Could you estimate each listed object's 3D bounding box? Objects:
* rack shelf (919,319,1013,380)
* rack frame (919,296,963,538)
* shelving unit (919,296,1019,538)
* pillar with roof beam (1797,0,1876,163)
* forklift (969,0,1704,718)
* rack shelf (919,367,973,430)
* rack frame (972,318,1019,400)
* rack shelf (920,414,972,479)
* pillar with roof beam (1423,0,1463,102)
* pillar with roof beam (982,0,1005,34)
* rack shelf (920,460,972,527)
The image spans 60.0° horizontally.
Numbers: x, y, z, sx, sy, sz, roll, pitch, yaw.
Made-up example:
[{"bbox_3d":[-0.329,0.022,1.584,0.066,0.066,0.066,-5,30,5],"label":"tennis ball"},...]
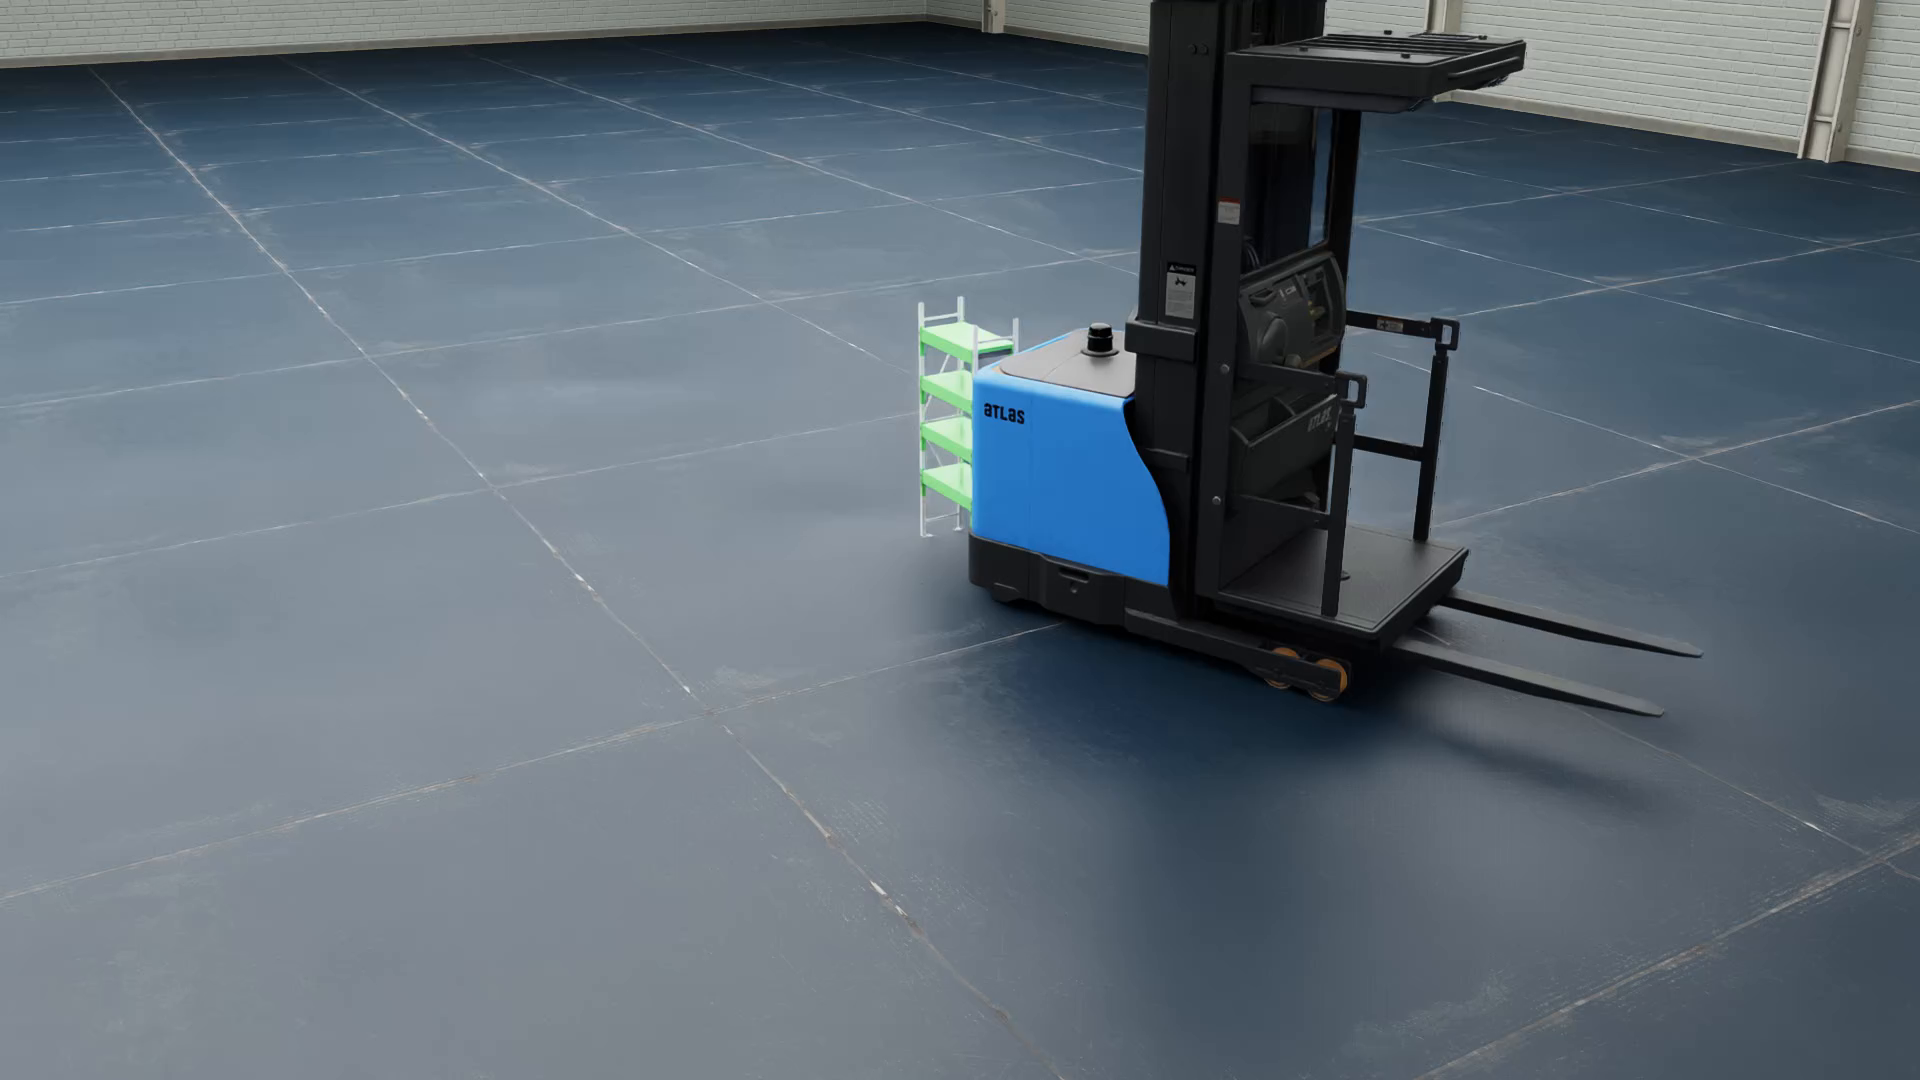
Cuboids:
[{"bbox_3d":[0.037,-0.899,7.825,0.258,0.148,0.480,-13,25,-29],"label":"rack shelf"},{"bbox_3d":[-0.090,-0.592,8.175,0.240,1.200,0.015,-13,25,-29],"label":"rack frame"},{"bbox_3d":[0.037,-0.514,7.982,0.258,1.200,0.503,-13,25,-29],"label":"shelving unit"},{"bbox_3d":[6.159,-7.704,15.315,9.100,9.000,0.400,-13,25,-28],"label":"pillar with roof beam"},{"bbox_3d":[1.537,-0.934,6.716,3.031,2.935,1.130,15,26,32],"label":"forklift"},{"bbox_3d":[0.037,-0.677,7.915,0.258,0.148,0.480,-13,25,-29],"label":"rack shelf"},{"bbox_3d":[0.163,-0.435,7.789,0.240,1.200,0.015,-13,25,-29],"label":"rack frame"},{"bbox_3d":[0.037,-0.454,8.006,0.258,0.148,0.480,-13,25,-29],"label":"rack shelf"},{"bbox_3d":[3.095,-9.646,20.093,9.100,9.000,0.400,-13,25,-28],"label":"pillar with roof beam"},{"bbox_3d":[-3.035,-13.531,29.650,9.100,9.000,0.400,-13,25,-28],"label":"pillar with roof beam"},{"bbox_3d":[0.037,-0.232,8.096,0.258,0.148,0.480,-13,25,-29],"label":"rack shelf"}]
